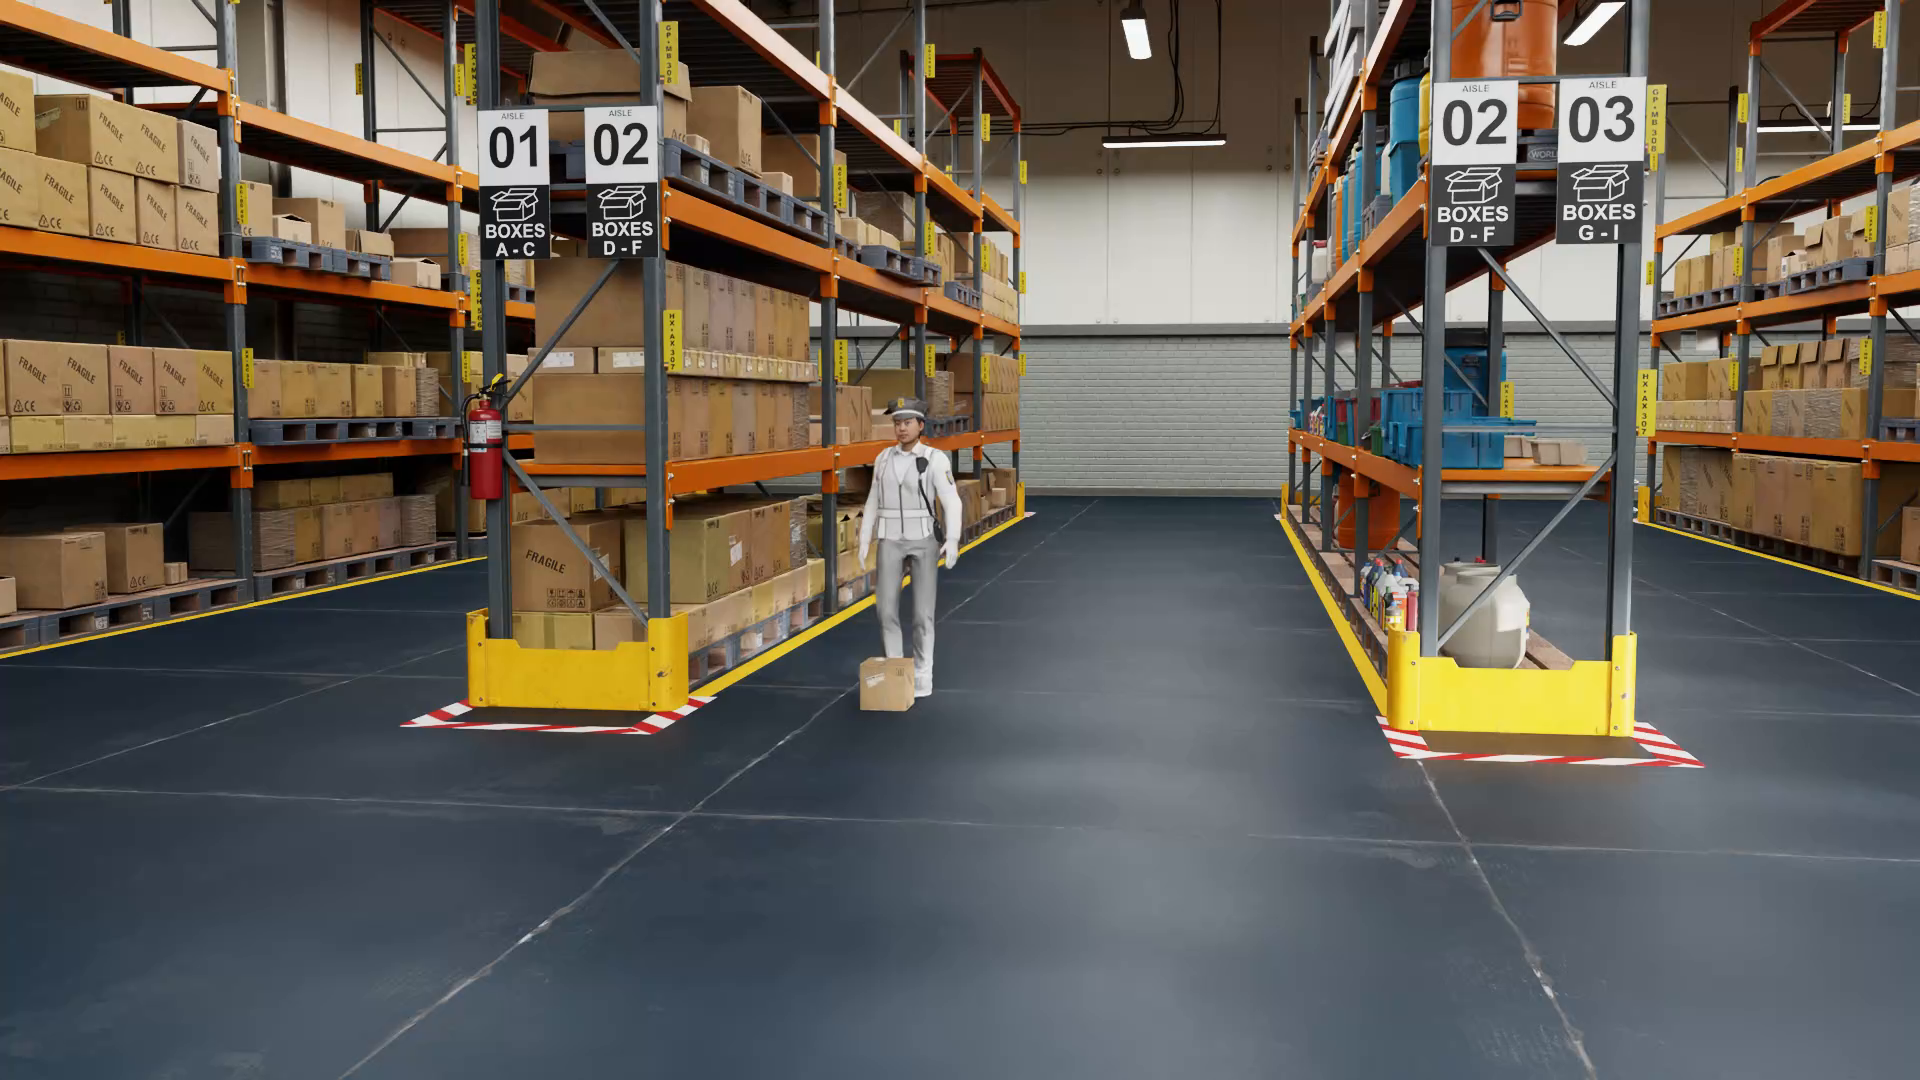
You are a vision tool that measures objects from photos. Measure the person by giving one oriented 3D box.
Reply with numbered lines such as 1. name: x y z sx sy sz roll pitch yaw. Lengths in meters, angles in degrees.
1. person: -0.287 0.072 9.359 0.611 1.754 0.389 1 5 10
